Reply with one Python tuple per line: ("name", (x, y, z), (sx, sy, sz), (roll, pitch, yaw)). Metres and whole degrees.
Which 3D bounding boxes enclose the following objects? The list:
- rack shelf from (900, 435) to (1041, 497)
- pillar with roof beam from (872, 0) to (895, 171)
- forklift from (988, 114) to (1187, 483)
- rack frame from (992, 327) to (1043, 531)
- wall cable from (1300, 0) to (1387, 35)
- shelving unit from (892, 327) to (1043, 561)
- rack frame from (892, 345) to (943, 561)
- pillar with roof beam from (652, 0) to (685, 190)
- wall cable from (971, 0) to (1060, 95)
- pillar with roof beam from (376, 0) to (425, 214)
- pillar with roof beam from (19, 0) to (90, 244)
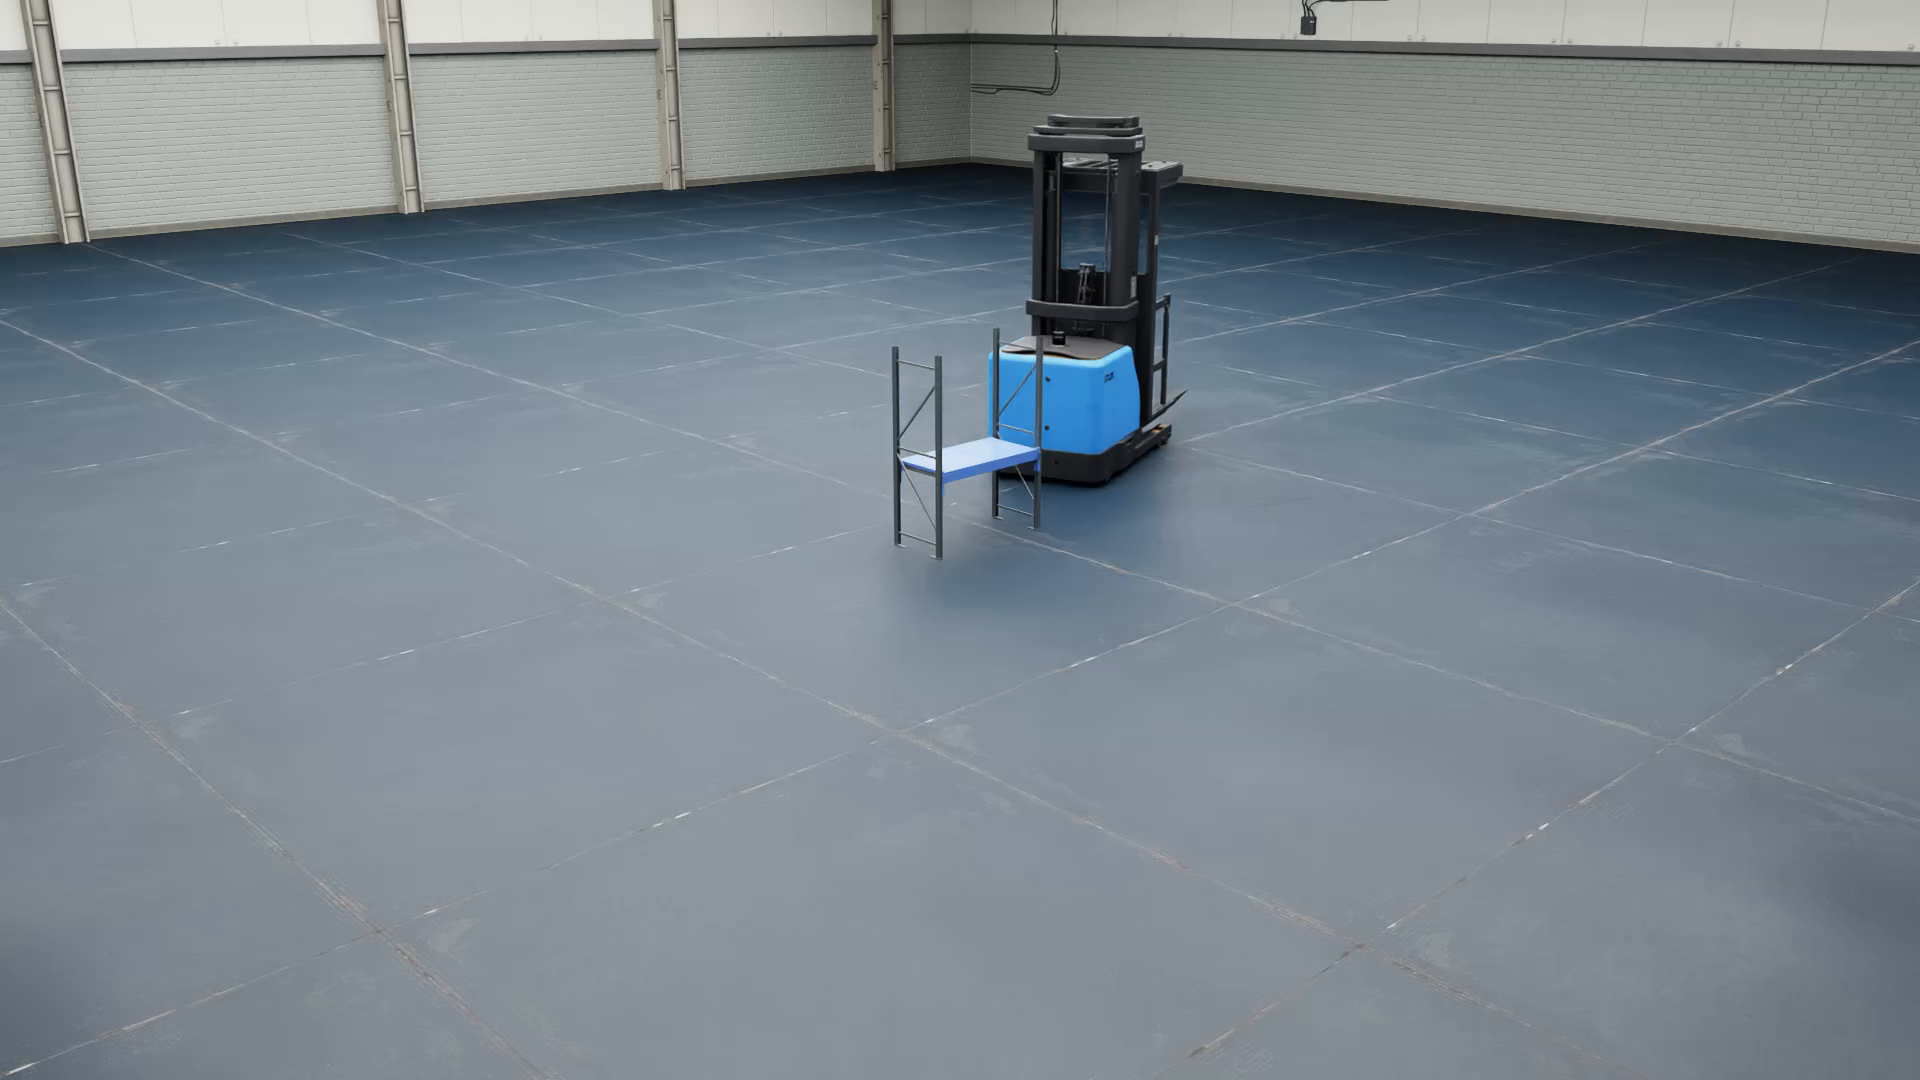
("rack shelf", (0.062, -0.560, 12.365), (1.000, 0.185, 0.538), (-16, 24, -41))
("pillar with roof beam", (1.158, -12.145, 35.354), (0.400, 9.000, 9.100), (-16, 24, -41))
("forklift", (1.290, -2.280, 14.763), (1.130, 2.935, 3.031), (8, 20, 23))
("rack frame", (0.431, -0.839, 12.641), (0.032, 1.500, 0.500), (-16, 24, -41))
("wall cable", (7.760, -12.925, 32.244), (0.169, 6.003, 2.305), (-16, 24, -41))
("shelving unit", (0.062, -0.732, 12.309), (1.048, 1.500, 0.538), (-16, 24, -41))
("rack frame", (-0.307, -0.624, 11.977), (0.032, 1.500, 0.500), (-16, 24, -41))
("pillar with roof beam", (-3.202, -10.874, 31.433), (0.400, 9.000, 9.100), (-16, 24, -41))
("wall cable", (1.249, -11.961, 39.820), (0.112, 2.526, 3.097), (-16, 24, -41))
("pillar with roof beam", (-7.561, -9.603, 27.511), (0.400, 9.000, 9.100), (-16, 24, -41))
("pillar with roof beam", (-11.921, -8.331, 23.590), (0.400, 9.000, 9.100), (-16, 24, -41))
